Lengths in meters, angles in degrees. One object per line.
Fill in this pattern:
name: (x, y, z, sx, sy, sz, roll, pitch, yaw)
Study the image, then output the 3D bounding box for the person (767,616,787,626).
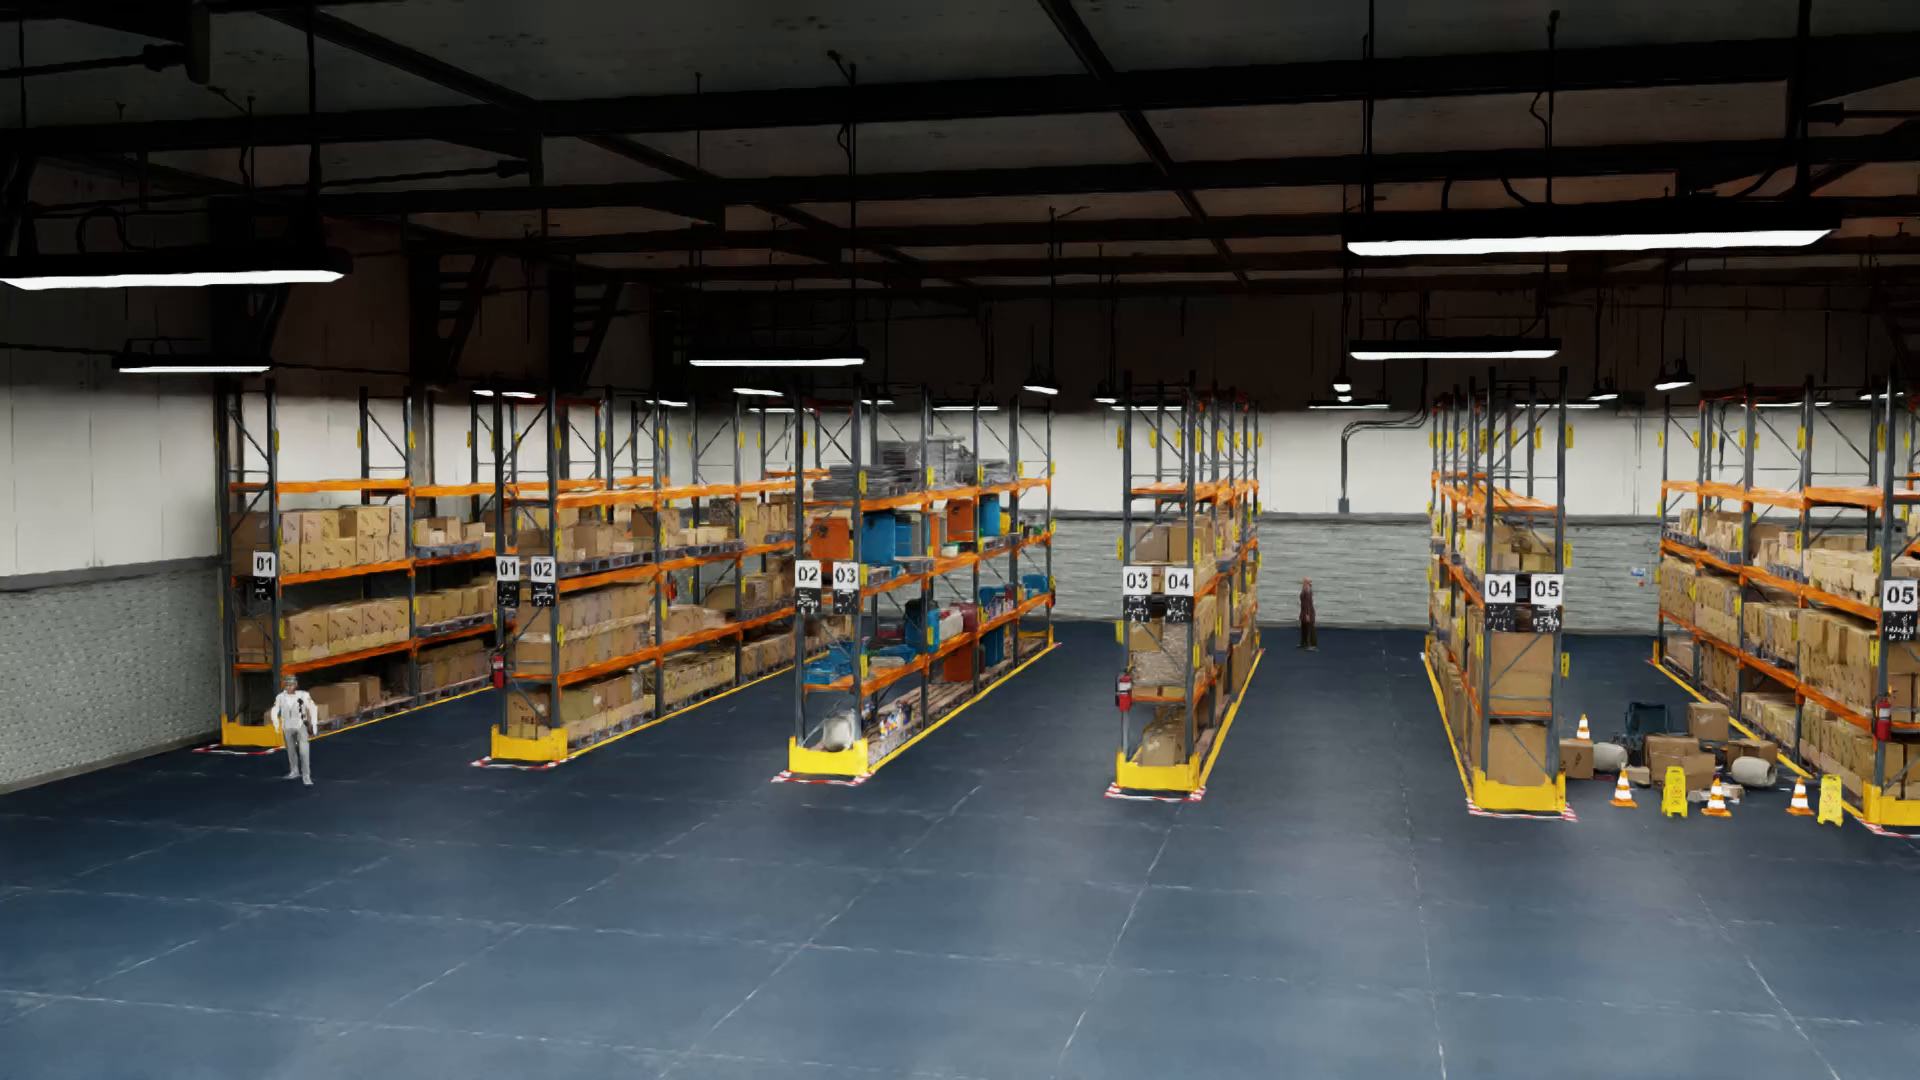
person: (-4.624, 1.631, 42.046, 0.682, 1.710, 0.542, 1, 4, 13)

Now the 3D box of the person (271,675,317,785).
person: (-9.678, 2.731, 24.242, 0.630, 1.608, 0.811, 0, 3, -4)

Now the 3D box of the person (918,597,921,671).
person: (-0.853, 2.027, 36.190, 0.447, 1.574, 1.088, 1, 4, 16)

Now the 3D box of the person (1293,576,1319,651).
person: (8.239, 1.736, 39.492, 0.555, 1.776, 0.694, 0, 3, 6)
